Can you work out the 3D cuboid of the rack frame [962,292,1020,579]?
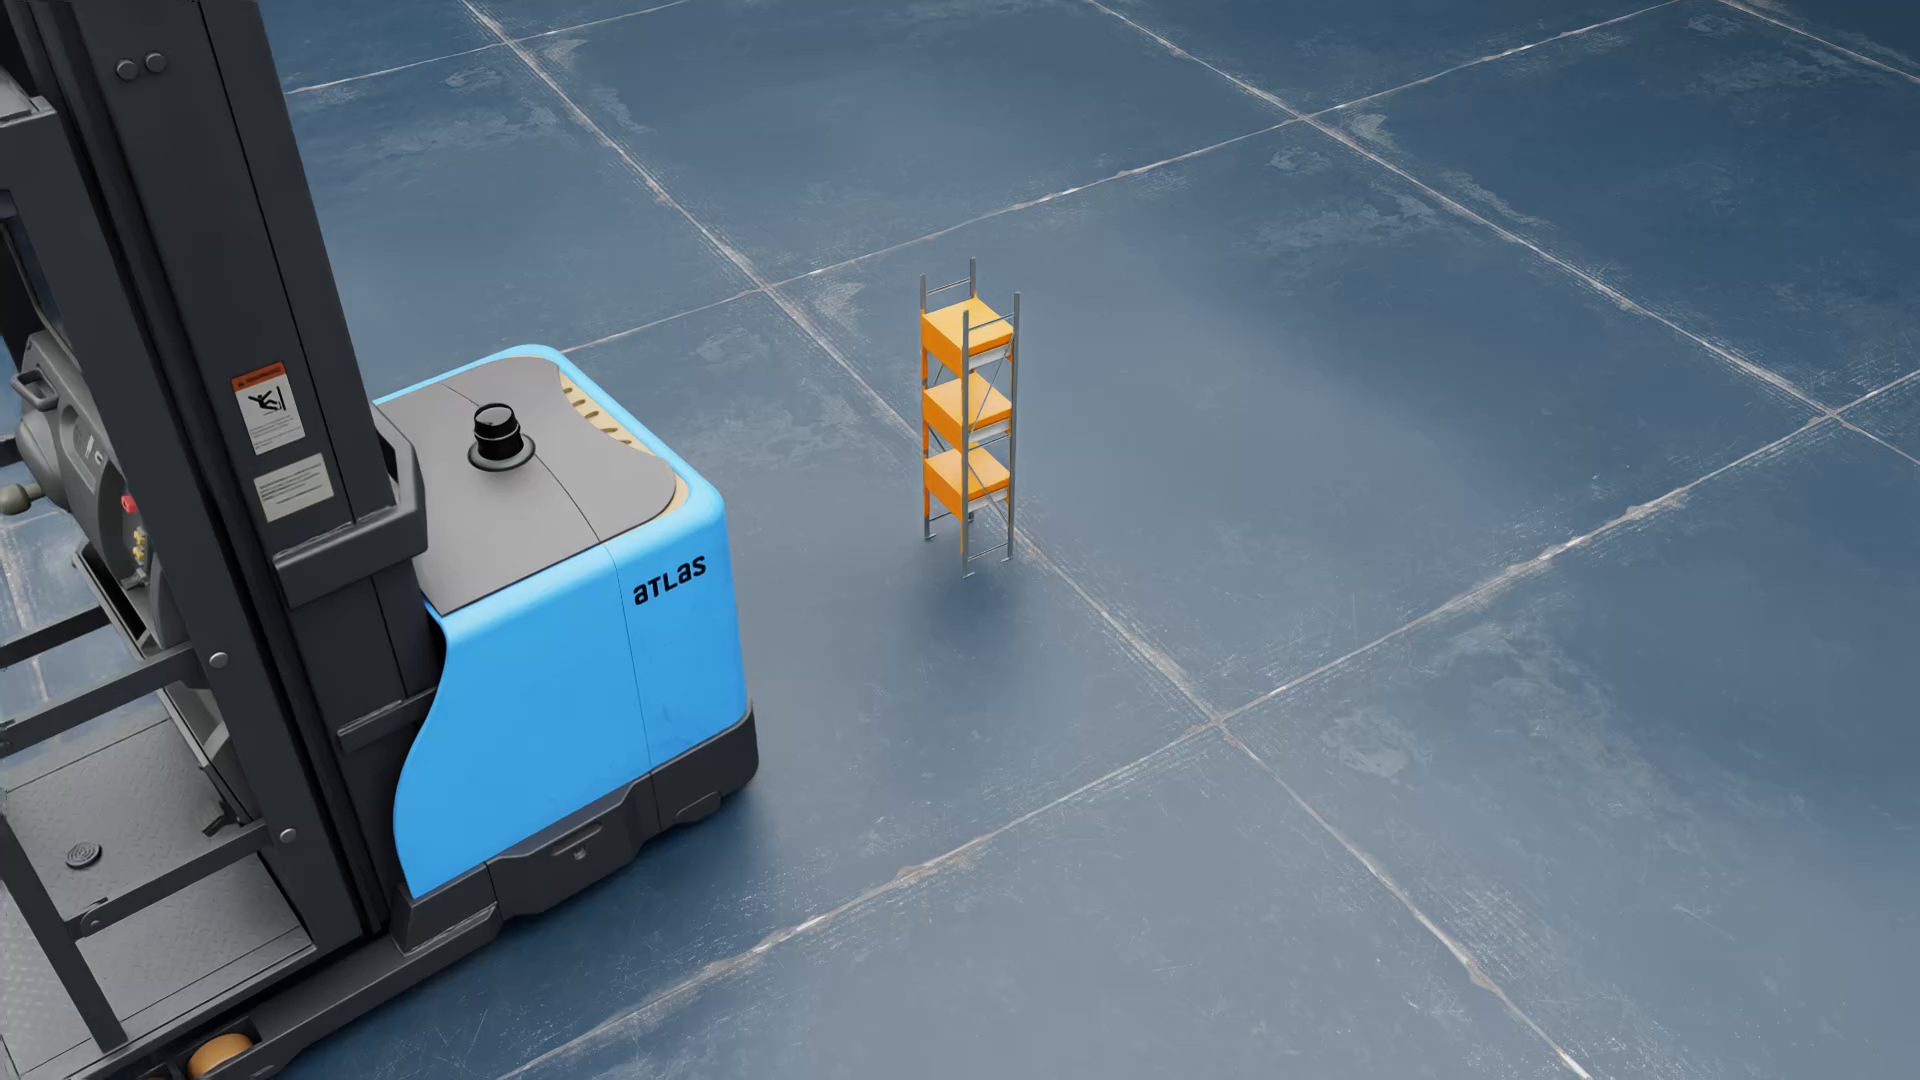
[{"bbox_3d":[0.094,-0.309,5.300,0.200,1.050,0.008,-22,45,-24],"label":"rack frame"}]

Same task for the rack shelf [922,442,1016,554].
[{"bbox_3d":[0.029,-0.153,5.564,0.215,0.259,0.240,-22,45,-24],"label":"rack shelf"}]

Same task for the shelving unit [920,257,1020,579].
[{"bbox_3d":[0.029,-0.374,5.379,0.215,1.050,0.252,-22,45,-24],"label":"shelving unit"}]

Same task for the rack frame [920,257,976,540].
[{"bbox_3d":[-0.037,-0.440,5.458,0.200,1.050,0.008,-22,45,-24],"label":"rack frame"}]

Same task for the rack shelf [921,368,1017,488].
[{"bbox_3d":[0.029,-0.366,5.386,0.215,0.259,0.240,-22,45,-24],"label":"rack shelf"}]

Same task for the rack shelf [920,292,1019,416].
[{"bbox_3d":[0.029,-0.584,5.204,0.215,0.259,0.240,-22,45,-24],"label":"rack shelf"}]

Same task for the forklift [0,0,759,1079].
[{"bbox_3d":[-2.047,-0.052,3.522,3.031,2.935,1.130,-28,47,-29],"label":"forklift"}]
